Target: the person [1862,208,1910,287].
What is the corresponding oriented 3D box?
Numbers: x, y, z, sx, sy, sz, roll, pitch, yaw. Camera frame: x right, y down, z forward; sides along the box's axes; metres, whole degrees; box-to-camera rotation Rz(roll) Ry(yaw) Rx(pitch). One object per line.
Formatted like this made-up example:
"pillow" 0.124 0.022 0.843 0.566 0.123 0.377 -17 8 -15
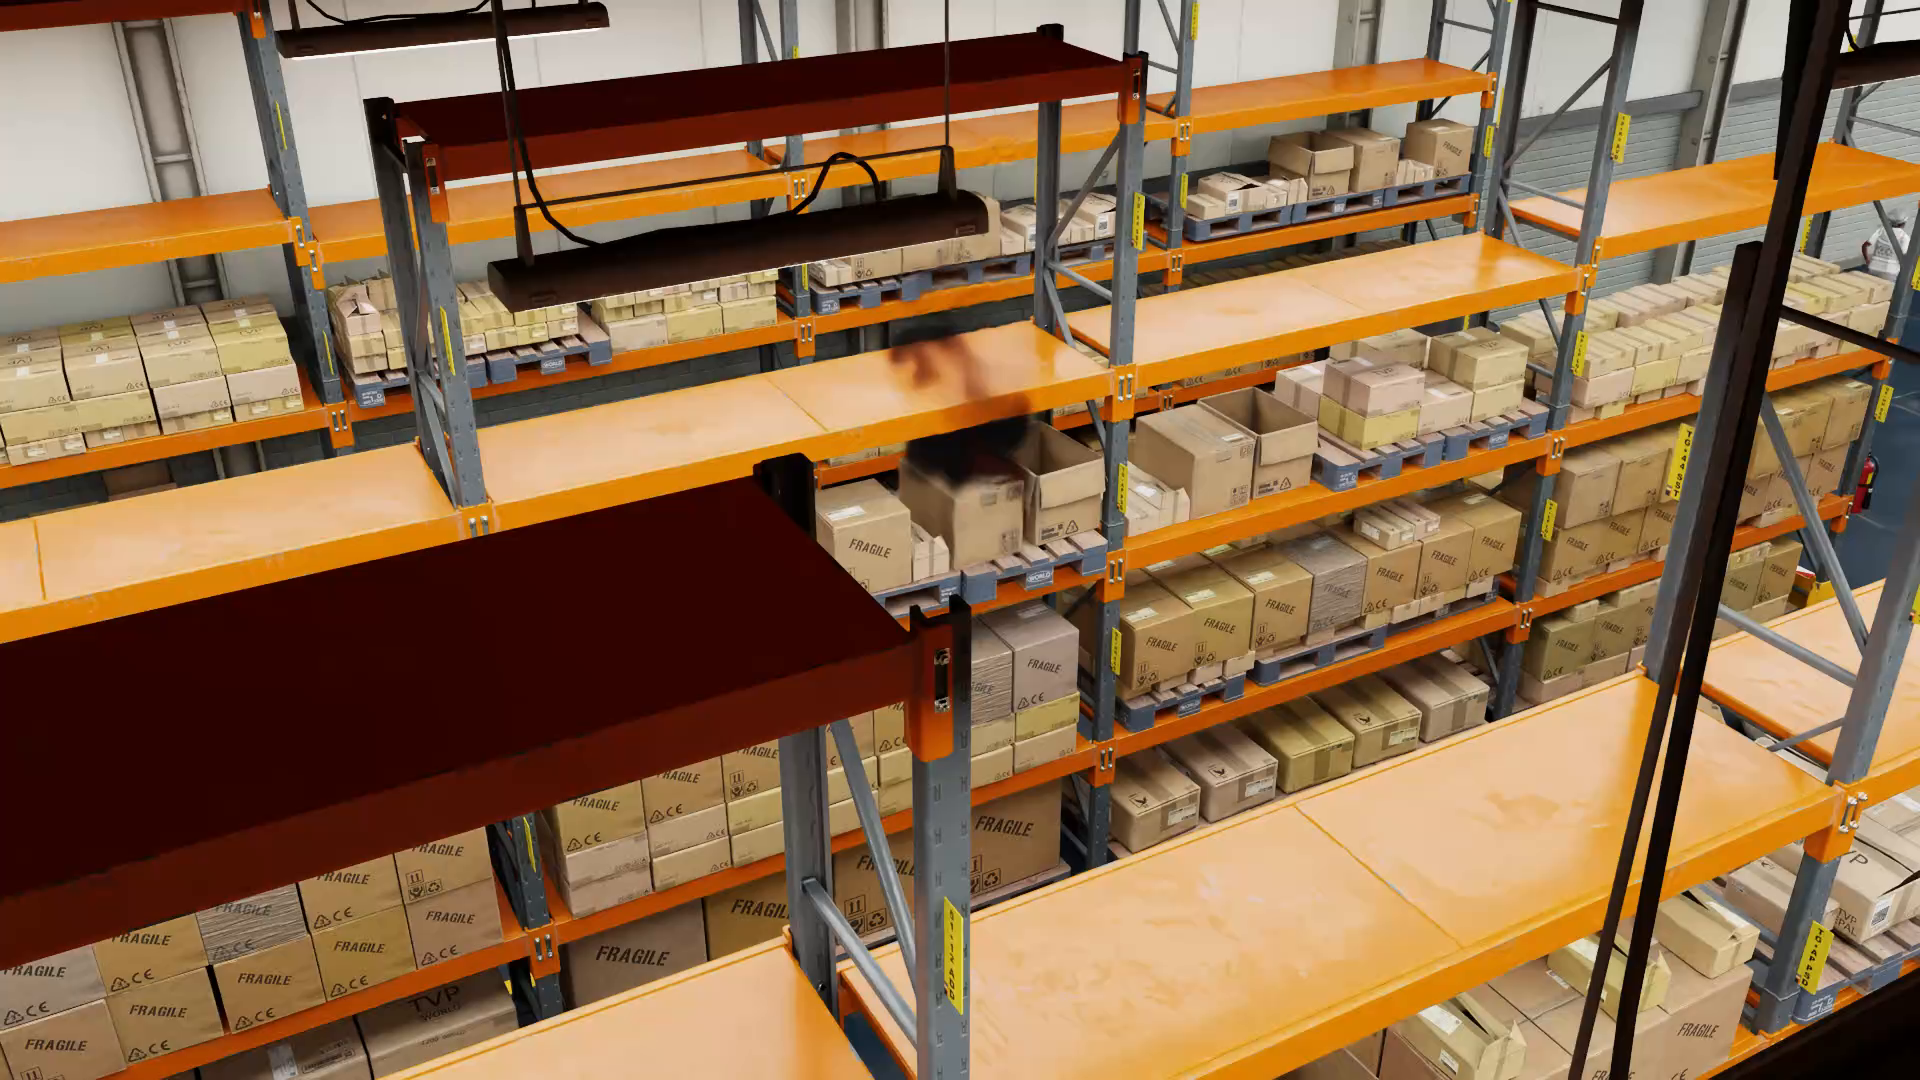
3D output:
"person" 12.112 -3.510 21.854 0.857 1.686 0.599 -17 32 -29
